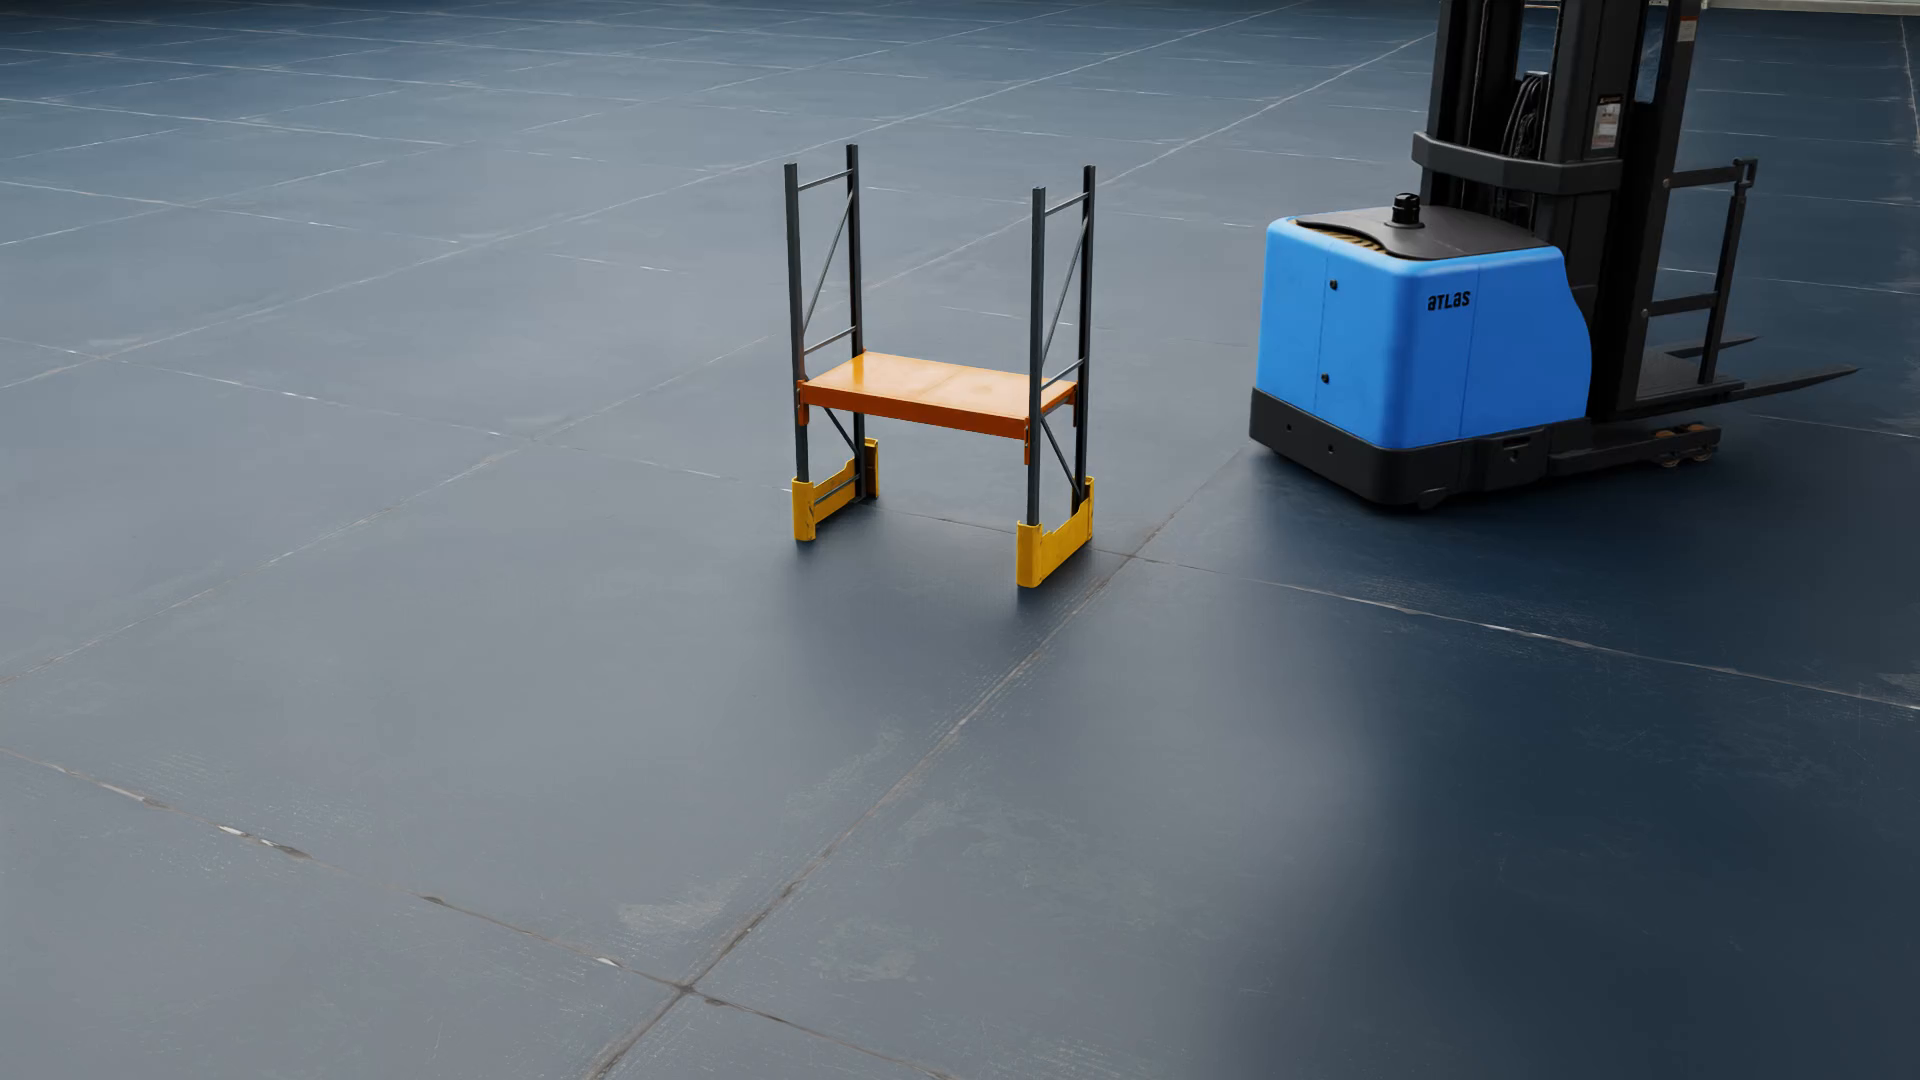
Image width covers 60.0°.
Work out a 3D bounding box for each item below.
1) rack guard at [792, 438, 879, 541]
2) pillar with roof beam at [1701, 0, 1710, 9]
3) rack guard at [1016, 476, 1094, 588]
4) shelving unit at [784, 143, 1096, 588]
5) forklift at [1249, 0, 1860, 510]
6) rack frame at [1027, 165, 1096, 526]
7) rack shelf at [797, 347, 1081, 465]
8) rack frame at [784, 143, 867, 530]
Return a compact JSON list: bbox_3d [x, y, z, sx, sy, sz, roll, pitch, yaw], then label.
[{"bbox_3d":[-0.512,-0.216,6.921,0.087,0.250,0.587,11,25,25],"label":"rack guard"},{"bbox_3d":[10.102,-11.368,21.964,0.400,9.000,9.100,11,25,25],"label":"pillar with roof beam"},{"bbox_3d":[0.376,-0.041,6.507,0.087,0.250,0.587,11,25,25],"label":"rack guard"},{"bbox_3d":[6.752,0.508,3.238,16.366,1.800,0.587,11,25,25],"label":"shelving unit"},{"bbox_3d":[2.893,-1.850,7.336,3.031,2.935,1.130,-10,25,-23],"label":"forklift"},{"bbox_3d":[0.378,-0.615,6.262,0.032,1.500,0.500,11,25,25],"label":"rack frame"},{"bbox_3d":[-0.076,-0.540,6.544,1.000,0.185,0.538,11,25,25],"label":"rack shelf"},{"bbox_3d":[6.751,0.512,3.228,16.358,1.800,0.520,11,25,25],"label":"rack frame"}]
